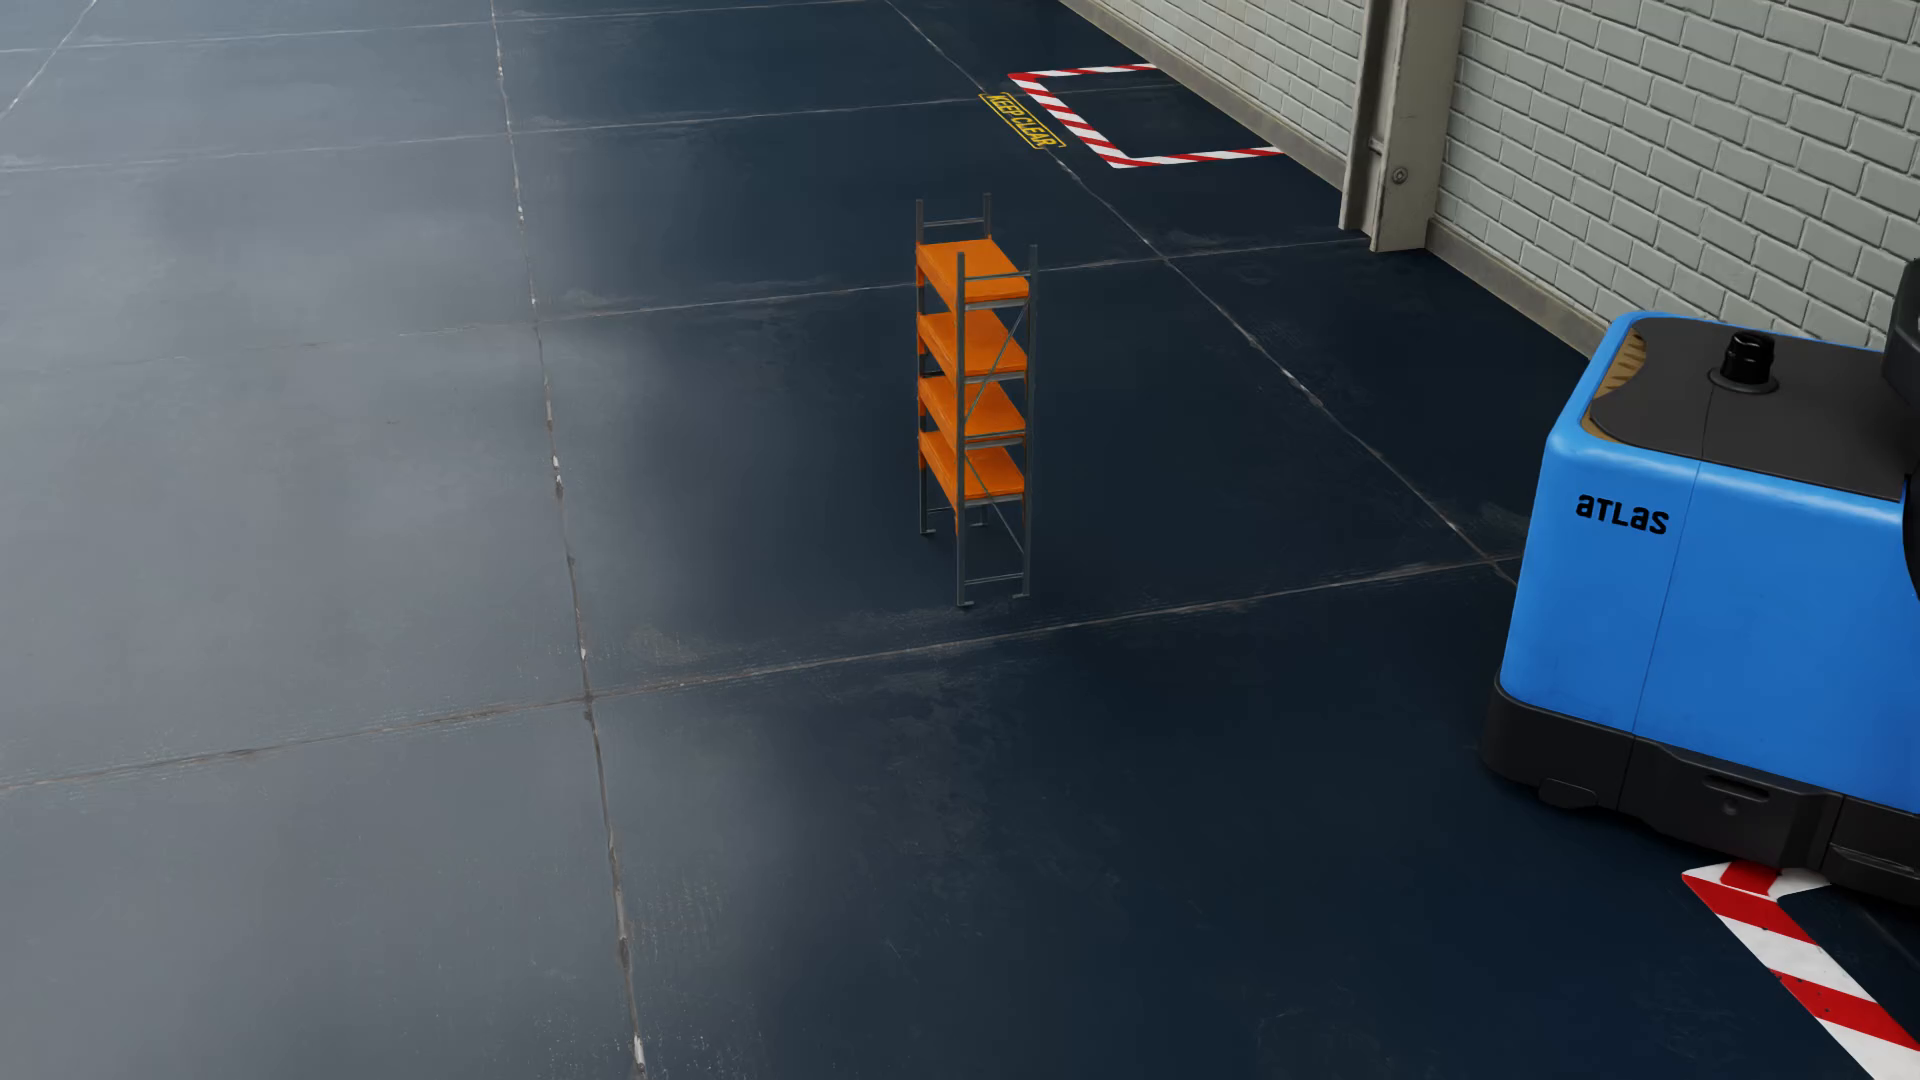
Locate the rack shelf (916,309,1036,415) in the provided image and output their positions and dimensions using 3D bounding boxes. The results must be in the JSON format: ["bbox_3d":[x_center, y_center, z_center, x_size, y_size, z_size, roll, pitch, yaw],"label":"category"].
[{"bbox_3d":[0.044,-0.575,5.233,0.258,0.148,0.480,-8,31,-13],"label":"rack shelf"}]

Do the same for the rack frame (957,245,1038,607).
[{"bbox_3d":[0.109,-0.321,5.108,0.240,1.200,0.015,-8,31,-13],"label":"rack frame"}]

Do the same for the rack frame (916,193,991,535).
[{"bbox_3d":[-0.021,-0.557,5.515,0.240,1.200,0.015,-8,31,-13],"label":"rack frame"}]

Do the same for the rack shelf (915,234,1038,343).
[{"bbox_3d":[0.044,-0.779,5.114,0.258,0.148,0.480,-8,31,-13],"label":"rack shelf"}]

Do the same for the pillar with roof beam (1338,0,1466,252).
[{"bbox_3d":[-2.011,-4.856,5.157,9.100,9.000,0.400,-8,31,-13],"label":"pillar with roof beam"}]

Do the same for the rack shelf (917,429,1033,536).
[{"bbox_3d":[0.044,-0.209,5.444,0.258,0.148,0.480,-8,31,-13],"label":"rack shelf"}]

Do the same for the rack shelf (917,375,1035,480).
[{"bbox_3d":[0.044,-0.381,5.345,0.258,0.148,0.480,-8,31,-13],"label":"rack shelf"}]

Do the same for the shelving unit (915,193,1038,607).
[{"bbox_3d":[0.044,-0.439,5.311,0.258,1.200,0.503,-8,31,-13],"label":"shelving unit"}]

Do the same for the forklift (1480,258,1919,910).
[{"bbox_3d":[2.973,-0.445,3.592,3.031,2.935,1.130,16,34,25],"label":"forklift"}]
